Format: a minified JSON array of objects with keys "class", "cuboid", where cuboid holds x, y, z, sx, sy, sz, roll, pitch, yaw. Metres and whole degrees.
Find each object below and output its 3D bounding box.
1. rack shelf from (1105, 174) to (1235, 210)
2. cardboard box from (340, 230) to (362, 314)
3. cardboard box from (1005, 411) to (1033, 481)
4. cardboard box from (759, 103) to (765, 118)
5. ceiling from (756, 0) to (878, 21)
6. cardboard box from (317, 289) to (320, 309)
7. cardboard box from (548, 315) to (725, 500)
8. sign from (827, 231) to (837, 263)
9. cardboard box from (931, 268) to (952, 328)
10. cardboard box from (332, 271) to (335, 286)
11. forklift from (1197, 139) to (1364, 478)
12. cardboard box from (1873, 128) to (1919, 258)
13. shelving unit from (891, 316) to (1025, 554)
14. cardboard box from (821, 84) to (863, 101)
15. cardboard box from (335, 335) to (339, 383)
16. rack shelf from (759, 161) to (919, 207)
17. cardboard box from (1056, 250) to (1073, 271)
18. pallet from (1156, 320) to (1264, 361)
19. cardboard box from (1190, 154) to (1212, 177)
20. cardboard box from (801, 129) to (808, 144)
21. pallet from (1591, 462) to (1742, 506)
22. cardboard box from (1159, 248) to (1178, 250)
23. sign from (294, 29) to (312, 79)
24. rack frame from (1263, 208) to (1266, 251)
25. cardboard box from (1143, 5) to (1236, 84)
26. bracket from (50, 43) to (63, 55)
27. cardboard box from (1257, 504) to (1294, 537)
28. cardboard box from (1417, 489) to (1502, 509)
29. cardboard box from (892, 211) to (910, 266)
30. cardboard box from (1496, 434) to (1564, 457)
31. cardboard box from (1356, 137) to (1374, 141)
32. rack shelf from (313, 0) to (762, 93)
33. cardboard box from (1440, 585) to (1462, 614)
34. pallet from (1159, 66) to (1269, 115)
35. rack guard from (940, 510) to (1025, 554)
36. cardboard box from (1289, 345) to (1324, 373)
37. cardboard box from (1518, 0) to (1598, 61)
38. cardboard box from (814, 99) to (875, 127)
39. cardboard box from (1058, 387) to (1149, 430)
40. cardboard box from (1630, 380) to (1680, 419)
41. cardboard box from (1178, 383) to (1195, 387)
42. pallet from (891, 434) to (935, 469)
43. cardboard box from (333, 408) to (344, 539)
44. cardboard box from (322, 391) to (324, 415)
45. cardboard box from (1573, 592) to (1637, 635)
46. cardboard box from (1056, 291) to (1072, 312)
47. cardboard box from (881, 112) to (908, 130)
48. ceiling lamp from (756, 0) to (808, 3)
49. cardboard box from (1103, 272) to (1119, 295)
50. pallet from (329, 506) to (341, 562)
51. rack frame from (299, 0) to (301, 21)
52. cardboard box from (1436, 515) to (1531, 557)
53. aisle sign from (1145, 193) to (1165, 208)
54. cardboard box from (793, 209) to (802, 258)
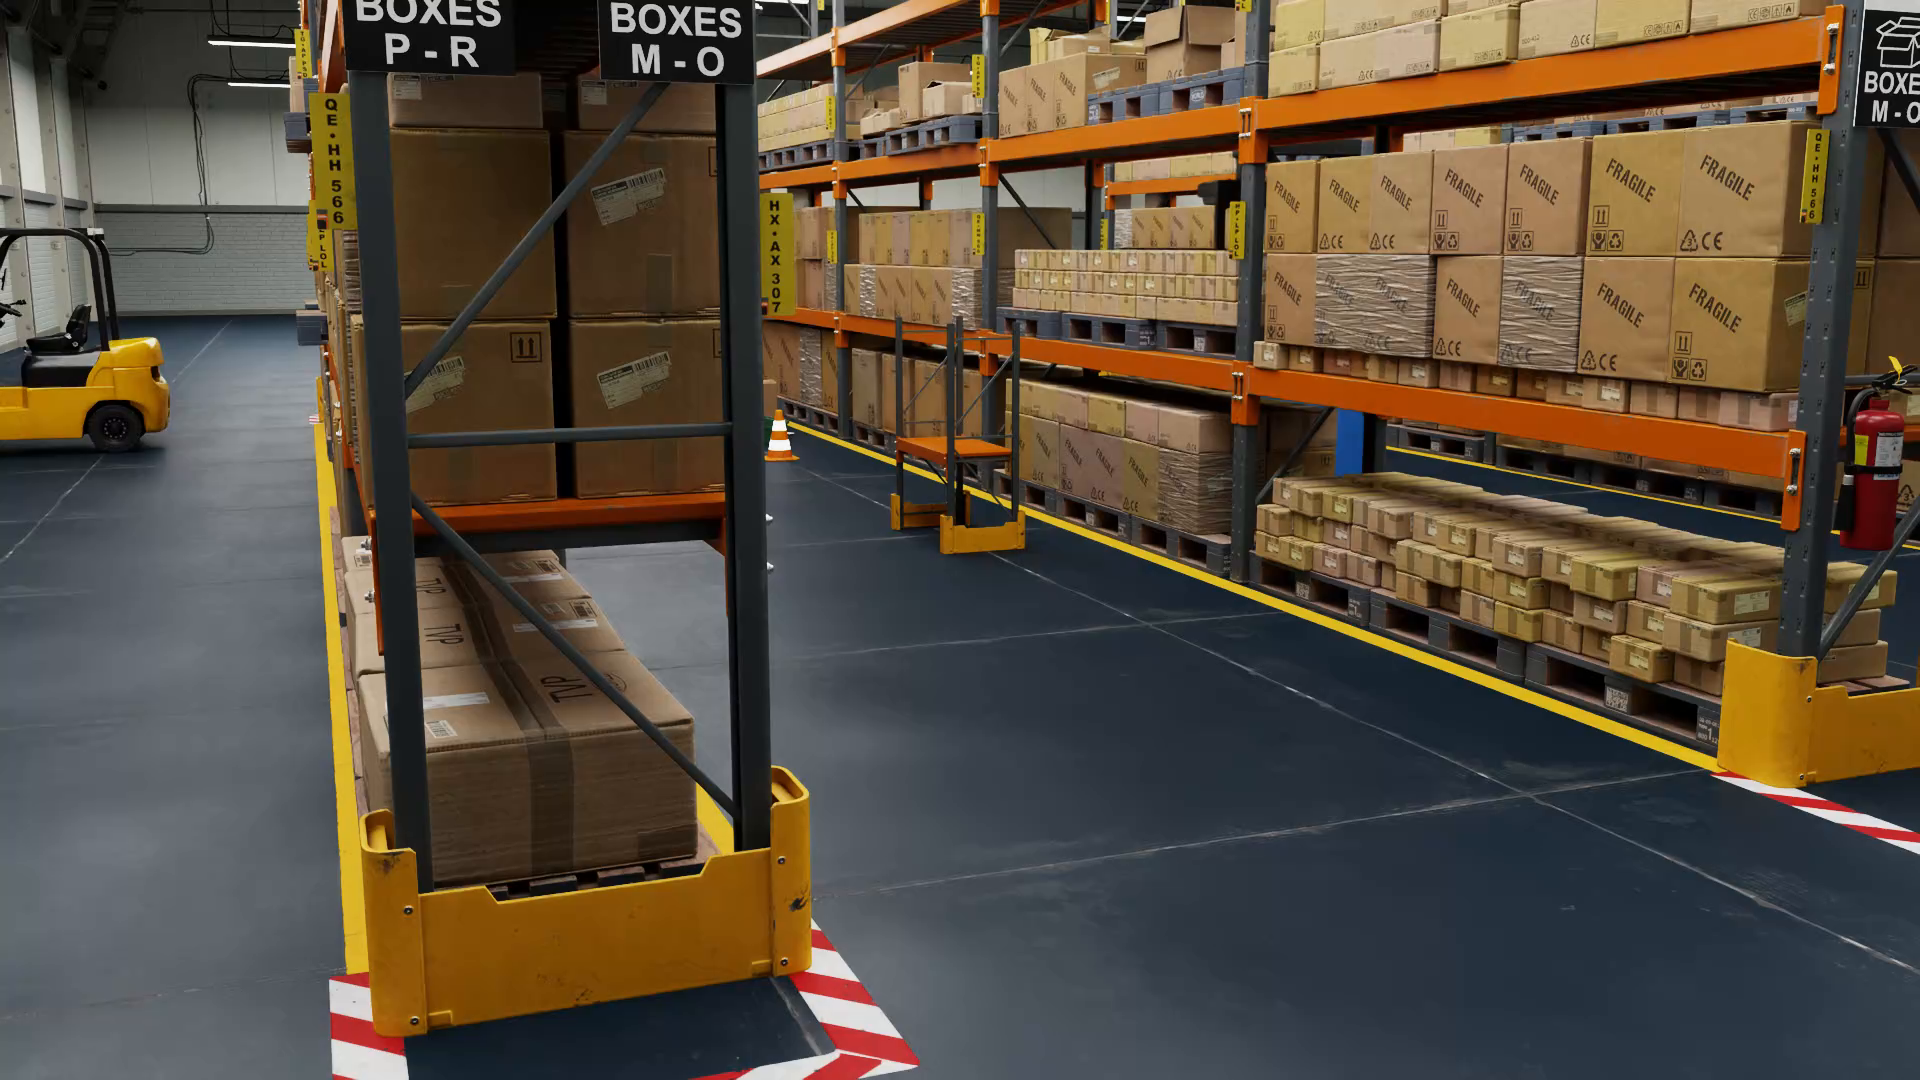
[{"class":"rack shelf","cuboid":[3.149,-4.304,20.543,1.077,0.370,4.000,-4,11,-21]},{"class":"cardboard box","cuboid":[-1.628,-0.956,5.090,0.500,0.500,0.500,-4,11,-21]},{"class":"cardboard box","cuboid":[0.682,-0.749,13.002,0.500,0.500,0.500,-4,11,-23]},{"class":"cardboard box","cuboid":[-2.137,-5.013,19.428,0.380,0.149,0.250,-4,11,-20]},{"class":"ceiling","cuboid":[-5.822,-15.834,49.048,6.000,0.001,6.000,-4,11,-21]},{"class":"cardboard box","cuboid":[-4.746,-1.858,12.820,0.380,0.149,0.250,-4,11,-20]},{"class":"cardboard box","cuboid":[-0.921,-0.414,4.894,0.500,0.500,0.500,-4,11,-21]},{"class":"sign","cuboid":[-1.302,-2.987,16.948,0.100,0.325,0.005,-4,11,-21]},{"class":"cardboard box","cuboid":[0.071,-2.091,14.327,0.500,0.500,0.500,-4,11,-21]},{"class":"cardboard box","cuboid":[-2.860,-1.519,8.255,0.500,0.500,0.500,-4,11,-19]},{"class":"forklift","cuboid":[2.540,-1.870,13.566,1.130,2.935,3.031,-1,10,-4]},{"class":"cardboard box","cuboid":[3.647,-1.376,6.603,0.500,0.500,0.500,-4,11,-21]},{"class":"shelving unit","cuboid":[-0.028,-0.751,11.359,0.587,1.500,1.083,-4,11,-21]},{"class":"cardboard box","cuboid":[-1.215,-4.598,17.096,0.380,0.149,0.250,-4,11,-21]},{"class":"cardboard box","cuboid":[-2.861,-0.904,8.365,0.500,0.250,0.500,-4,11,-22]},{"class":"rack shelf","cuboid":[-1.511,-4.006,18.866,1.077,0.370,4.000,-4,11,-21]},{"class":"cardboard box","cuboid":[0.931,-2.065,12.284,0.380,0.149,0.250,-4,11,-23]},{"class":"pallet","cuboid":[1.972,-1.291,10.659,1.003,0.211,1.213,-4,11,-21]},{"class":"cardboard box","cuboid":[3.096,-4.485,19.932,0.500,0.250,0.500,-4,11,-21]},{"class":"cardboard box","cuboid":[-1.495,-4.330,17.867,0.380,0.149,0.250,-4,11,-21]},{"class":"pallet","cuboid":[5.977,-0.497,13.613,1.003,0.211,1.213,-4,11,-21]},{"class":"cardboard box","cuboid":[3.032,-3.454,21.138,0.875,0.500,0.500,-4,11,-21]},{"class":"sign","cuboid":[-4.420,-3.271,11.201,0.100,0.325,0.005,-4,11,-21]},{"class":"rack frame","cuboid":[3.874,-2.855,18.907,1.000,3.000,0.127,-4,11,-21]},{"class":"cardboard box","cuboid":[1.676,-3.246,11.045,0.797,0.503,0.637,-4,11,-22]},{"class":"bracket","cuboid":[-20.241,-10.991,37.236,0.235,0.232,0.430,-4,11,-21]},{"class":"cardboard box","cuboid":[1.946,-0.121,9.629,0.380,0.149,0.250,-3,11,-18]},{"class":"cardboard box","cuboid":[2.733,-0.179,9.104,0.380,0.149,0.250,-4,11,-19]},{"class":"cardboard box","cuboid":[-0.229,-2.852,15.745,0.700,0.500,0.500,-4,11,-20]},{"class":"cardboard box","cuboid":[5.554,-1.249,14.745,1.225,0.875,0.875,-4,11,-24]},{"class":"cardboard box","cuboid":[4.294,-4.353,17.268,0.797,0.503,0.637,-3,11,-19]},{"class":"rack shelf","cuboid":[-1.739,-1.717,5.996,1.077,0.370,4.000,-4,11,-21]},{"class":"cardboard box","cuboid":[2.620,0.273,8.264,0.380,0.149,0.250,-4,11,-19]},{"class":"pallet","cuboid":[1.989,-2.743,10.248,1.213,0.211,1.003,-4,11,-21]},{"class":"rack guard","cuboid":[0.153,-0.054,11.011,0.587,0.250,0.087,-4,11,-21]},{"class":"cardboard box","cuboid":[2.074,-1.023,9.324,0.380,0.149,0.250,-4,11,-19]},{"class":"cardboard box","cuboid":[2.792,-2.223,7.218,0.500,0.250,0.500,-3,11,-18]},{"class":"cardboard box","cuboid":[-1.203,-4.427,17.269,0.500,0.250,0.500,-4,11,-22]},{"class":"cardboard box","cuboid":[1.039,-0.957,12.033,0.500,0.250,0.500,-4,11,-20]},{"class":"cardboard box","cuboid":[3.021,-0.593,6.906,0.380,0.149,0.250,-4,11,-21]},{"class":"cardboard box","cuboid":[3.093,-2.183,21.063,0.500,0.500,0.500,-3,10,-16]},{"class":"pallet","cuboid":[0.010,-0.864,15.672,1.003,0.211,1.213,-4,11,-21]},{"class":"cardboard box","cuboid":[-3.098,-0.324,9.546,0.875,0.875,0.875,-4,11,-19]},{"class":"cardboard box","cuboid":[-6.600,-1.499,17.936,0.500,0.250,0.500,-3,11,-19]},{"class":"cardboard box","cuboid":[2.916,0.299,7.264,0.380,0.149,0.250,-4,11,-23]},{"class":"cardboard box","cuboid":[0.932,-1.770,12.322,0.380,0.149,0.250,-3,11,-18]},{"class":"cardboard box","cuboid":[-0.520,-3.921,15.565,0.380,0.149,0.250,-4,11,-21]},{"class":"ceiling lamp","cuboid":[-3.420,-10.211,26.462,2.000,3.185,0.800,-4,11,-21]},{"class":"cardboard box","cuboid":[1.221,-1.788,11.576,0.380,0.149,0.250,-3,11,-19]},{"class":"pallet","cuboid":[-3.698,-0.067,11.195,1.003,0.211,1.213,-4,11,-21]},{"class":"rack frame","cuboid":[-6.812,-5.833,18.517,1.000,3.000,0.127,-4,11,-21]},{"class":"cardboard box","cuboid":[2.587,-0.021,8.217,0.380,0.149,0.250,-4,11,-21]},{"class":"aisle sign","cuboid":[2.681,-4.817,22.514,0.394,0.787,0.004,-4,11,-21]},{"class":"cardboard box","cuboid":[-1.462,-3.490,18.965,0.875,0.550,0.500,-4,11,-21]}]
